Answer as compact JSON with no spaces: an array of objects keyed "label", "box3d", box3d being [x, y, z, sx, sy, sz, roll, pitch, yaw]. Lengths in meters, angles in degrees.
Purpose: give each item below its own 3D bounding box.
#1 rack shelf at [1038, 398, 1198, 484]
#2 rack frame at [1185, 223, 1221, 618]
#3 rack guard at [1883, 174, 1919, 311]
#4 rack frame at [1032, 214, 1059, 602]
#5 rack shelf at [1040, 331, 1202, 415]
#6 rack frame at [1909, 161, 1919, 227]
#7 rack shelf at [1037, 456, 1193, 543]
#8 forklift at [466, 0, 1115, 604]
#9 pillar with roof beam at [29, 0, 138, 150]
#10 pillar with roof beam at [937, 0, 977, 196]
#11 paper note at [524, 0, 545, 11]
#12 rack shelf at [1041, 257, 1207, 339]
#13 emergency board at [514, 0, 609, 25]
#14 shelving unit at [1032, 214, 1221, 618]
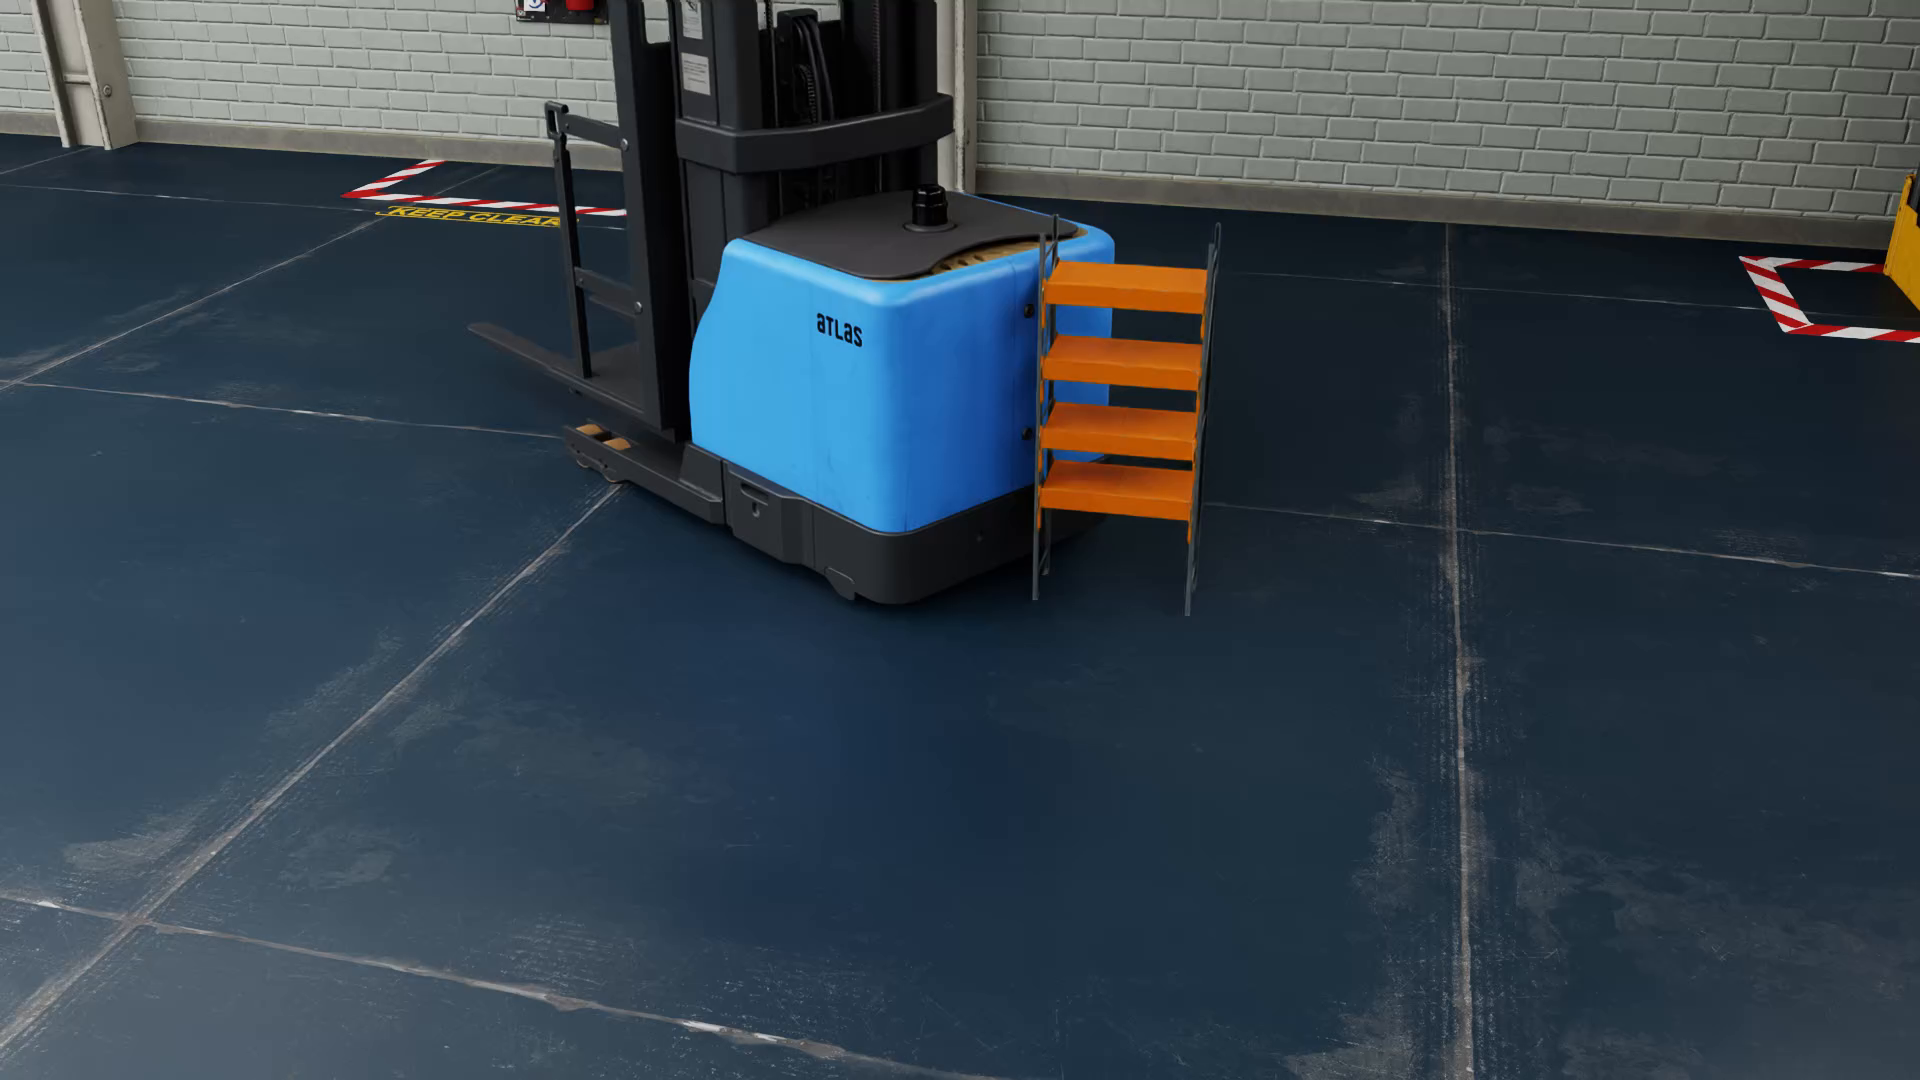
[{"label":"rack shelf","box3d":[0.503,-0.310,5.162,0.480,0.148,0.258,6,26,12]},{"label":"rack frame","box3d":[0.741,-0.348,5.084,0.015,1.200,0.240,6,26,12]},{"label":"rack guard","box3d":[4.863,-1.392,8.092,0.348,0.500,1.175,6,26,13]},{"label":"rack frame","box3d":[0.265,-0.394,5.182,0.015,1.200,0.240,6,26,12]},{"label":"rack shelf","box3d":[0.503,-0.512,5.066,0.480,0.148,0.258,6,26,12]},{"label":"rack frame","box3d":[4.790,-2.528,7.571,0.127,3.000,1.000,6,26,13]},{"label":"rack shelf","box3d":[0.503,-0.131,5.247,0.480,0.148,0.258,6,26,12]},{"label":"forklift","box3d":[-0.856,-1.669,5.845,1.130,2.935,3.031,-22,33,-38]},{"label":"pillar with roof beam","box3d":[-7.011,-5.015,5.815,0.400,9.000,9.100,6,26,13]},{"label":"pillar with roof beam","box3d":[-1.200,-4.372,4.465,0.400,9.000,9.100,6,26,13]},{"label":"paper note","box3d":[-2.666,-3.386,10.398,0.142,0.148,0.016,6,26,13]},{"label":"rack shelf","box3d":[0.503,-0.726,4.964,0.480,0.148,0.258,6,26,12]},{"label":"emergency board","box3d":[-2.512,-3.736,10.109,0.643,1.169,0.194,6,26,13]},{"label":"shelving unit","box3d":[0.503,-0.371,5.133,0.503,1.200,0.258,6,26,12]}]
